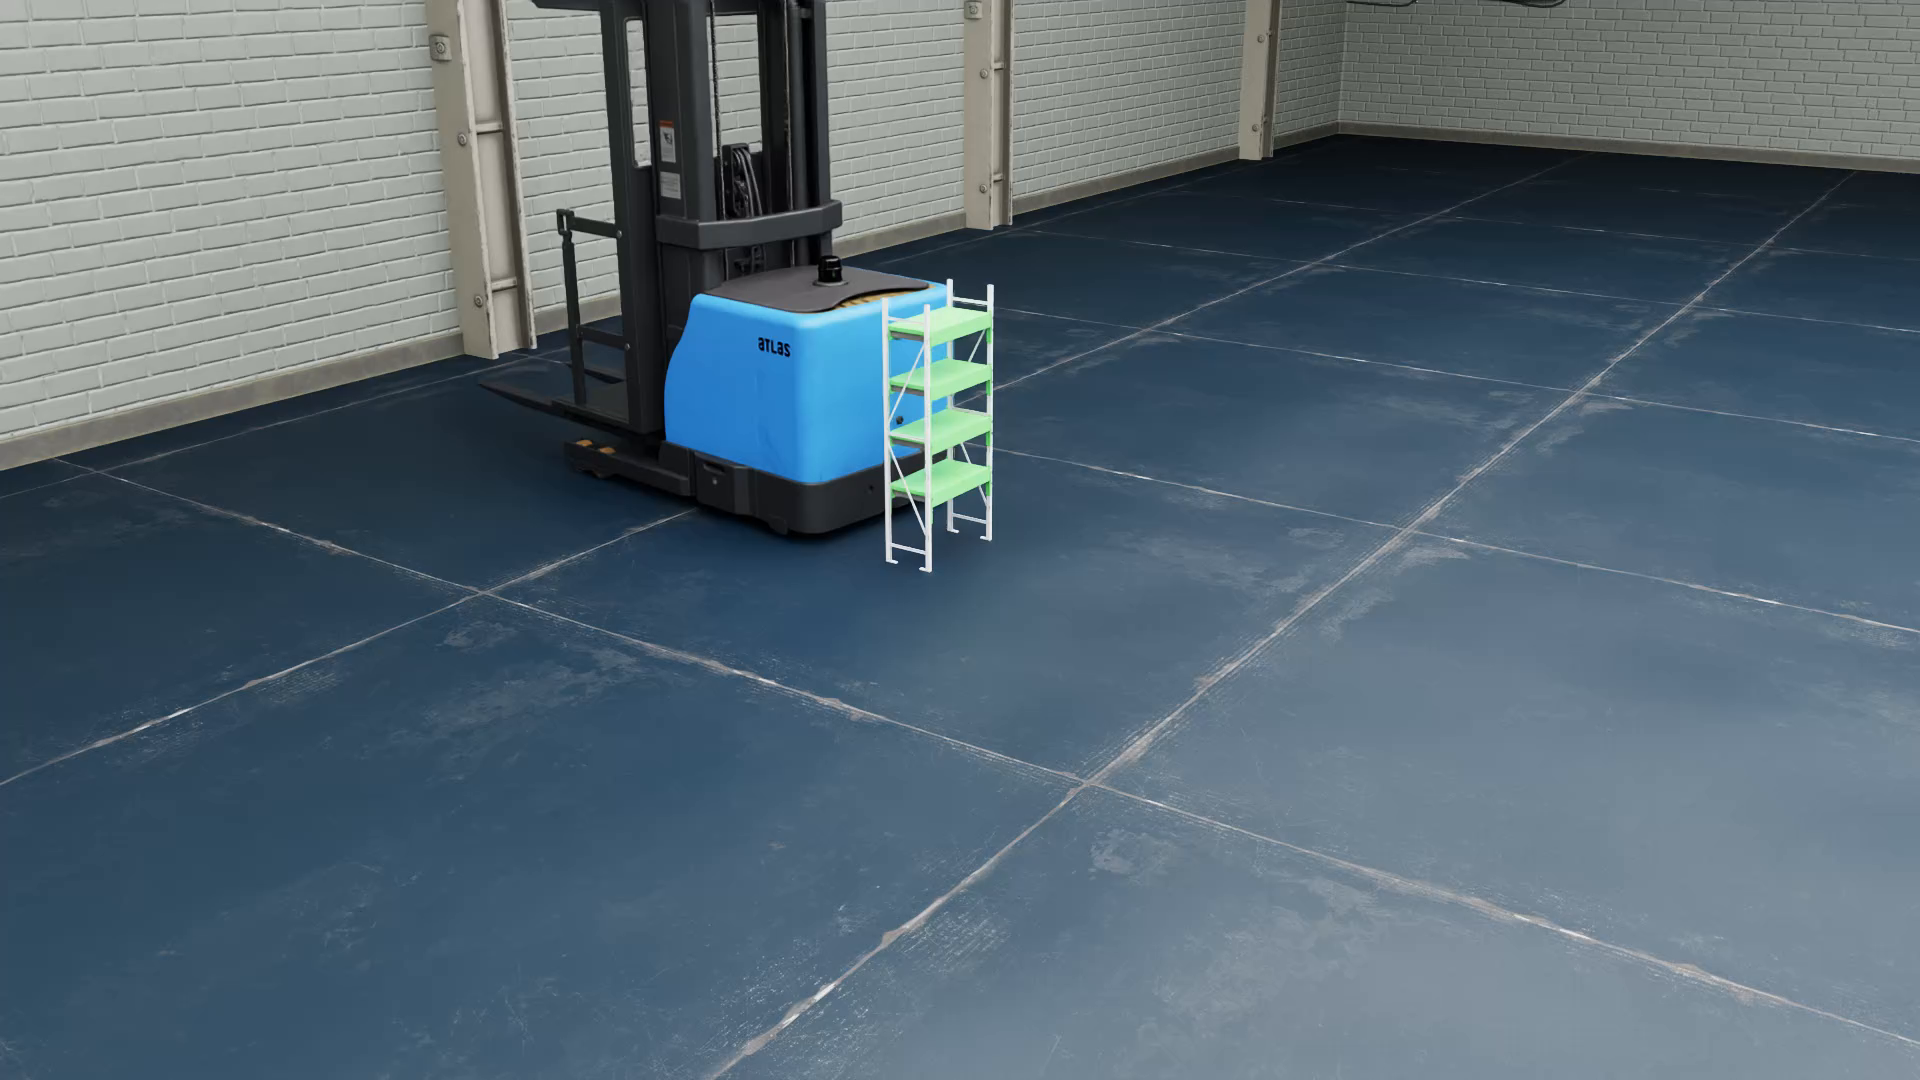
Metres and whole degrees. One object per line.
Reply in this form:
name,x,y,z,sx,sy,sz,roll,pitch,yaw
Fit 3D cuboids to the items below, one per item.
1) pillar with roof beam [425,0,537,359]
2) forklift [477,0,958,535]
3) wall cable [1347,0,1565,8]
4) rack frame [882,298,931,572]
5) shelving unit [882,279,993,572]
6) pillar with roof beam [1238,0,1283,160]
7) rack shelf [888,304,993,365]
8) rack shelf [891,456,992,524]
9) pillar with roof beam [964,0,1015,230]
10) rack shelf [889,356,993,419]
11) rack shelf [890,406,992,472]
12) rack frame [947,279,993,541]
pillar with roof beam,0.455,-4.661,7.395,9.100,9.000,0.400,13,24,32
forklift,-1.440,-1.808,8.428,3.031,2.935,1.130,17,27,39
wall cable,6.390,-8.075,21.099,3.097,2.526,0.112,13,24,32
rack frame,-0.230,-0.445,7.239,0.240,1.200,0.015,13,24,32
shelving unit,-0.093,-0.515,7.428,0.258,1.200,0.503,13,24,32
pillar with roof beam,7.200,-8.104,16.703,9.100,9.000,0.400,13,24,32
rack shelf,-0.093,-0.905,7.284,0.258,0.148,0.480,13,24,32
rack shelf,-0.093,-0.230,7.534,0.258,0.148,0.480,13,24,32
pillar with roof beam,3.827,-6.383,12.049,9.100,9.000,0.400,13,24,32
rack shelf,-0.093,-0.680,7.367,0.258,0.148,0.480,13,24,32
rack shelf,-0.093,-0.455,7.451,0.258,0.148,0.480,13,24,32
rack frame,0.044,-0.585,7.618,0.240,1.200,0.015,13,24,32
